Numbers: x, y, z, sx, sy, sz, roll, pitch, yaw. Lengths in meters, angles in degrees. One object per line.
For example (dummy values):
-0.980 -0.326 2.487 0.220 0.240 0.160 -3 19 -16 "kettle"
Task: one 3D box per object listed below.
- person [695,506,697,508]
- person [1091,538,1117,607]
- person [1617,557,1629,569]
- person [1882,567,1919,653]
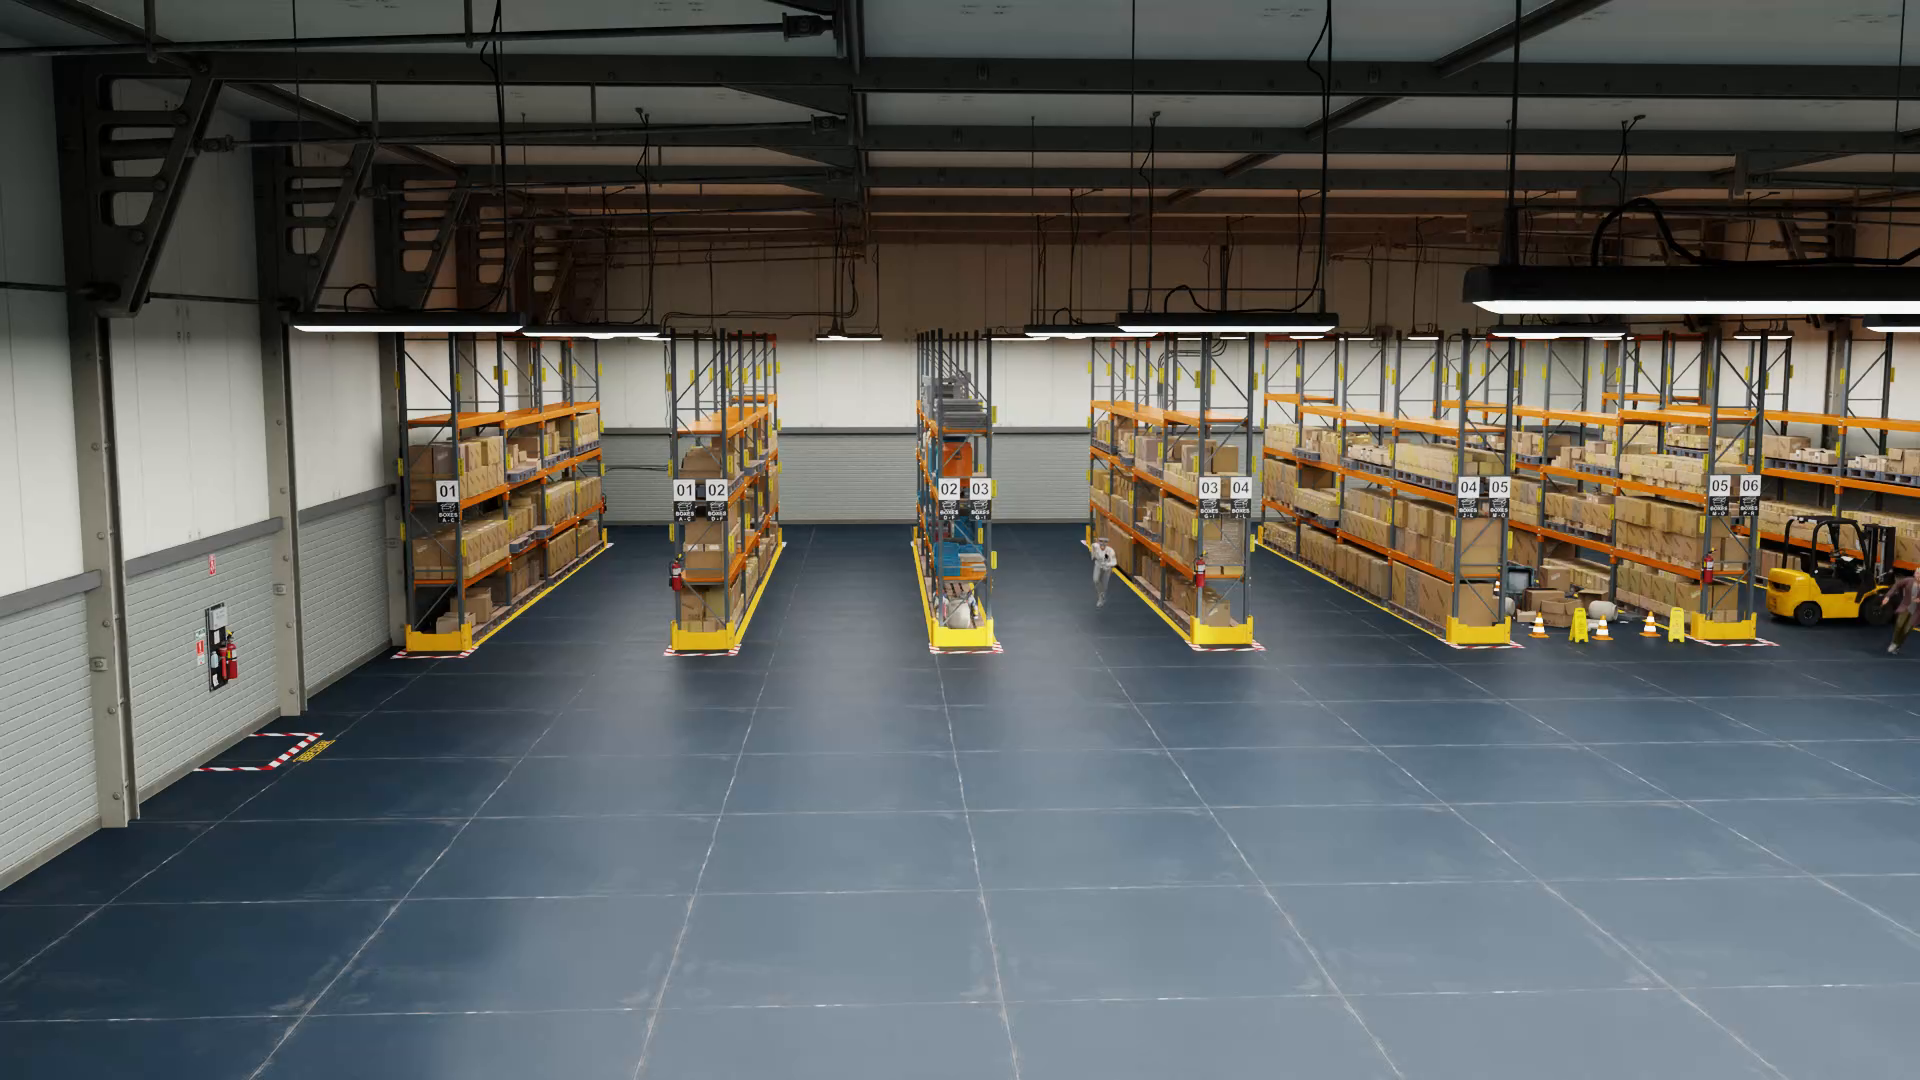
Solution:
-7.179 -0.466 45.564 0.649 1.664 0.785 -1 7 -11 "person"
3.026 0.634 34.896 0.594 1.455 1.077 1 7 12 "person"
16.617 0.020 41.721 0.574 1.604 0.704 -2 7 -19 "person"
17.489 1.306 30.642 0.883 1.663 0.746 4 8 28 "person"
